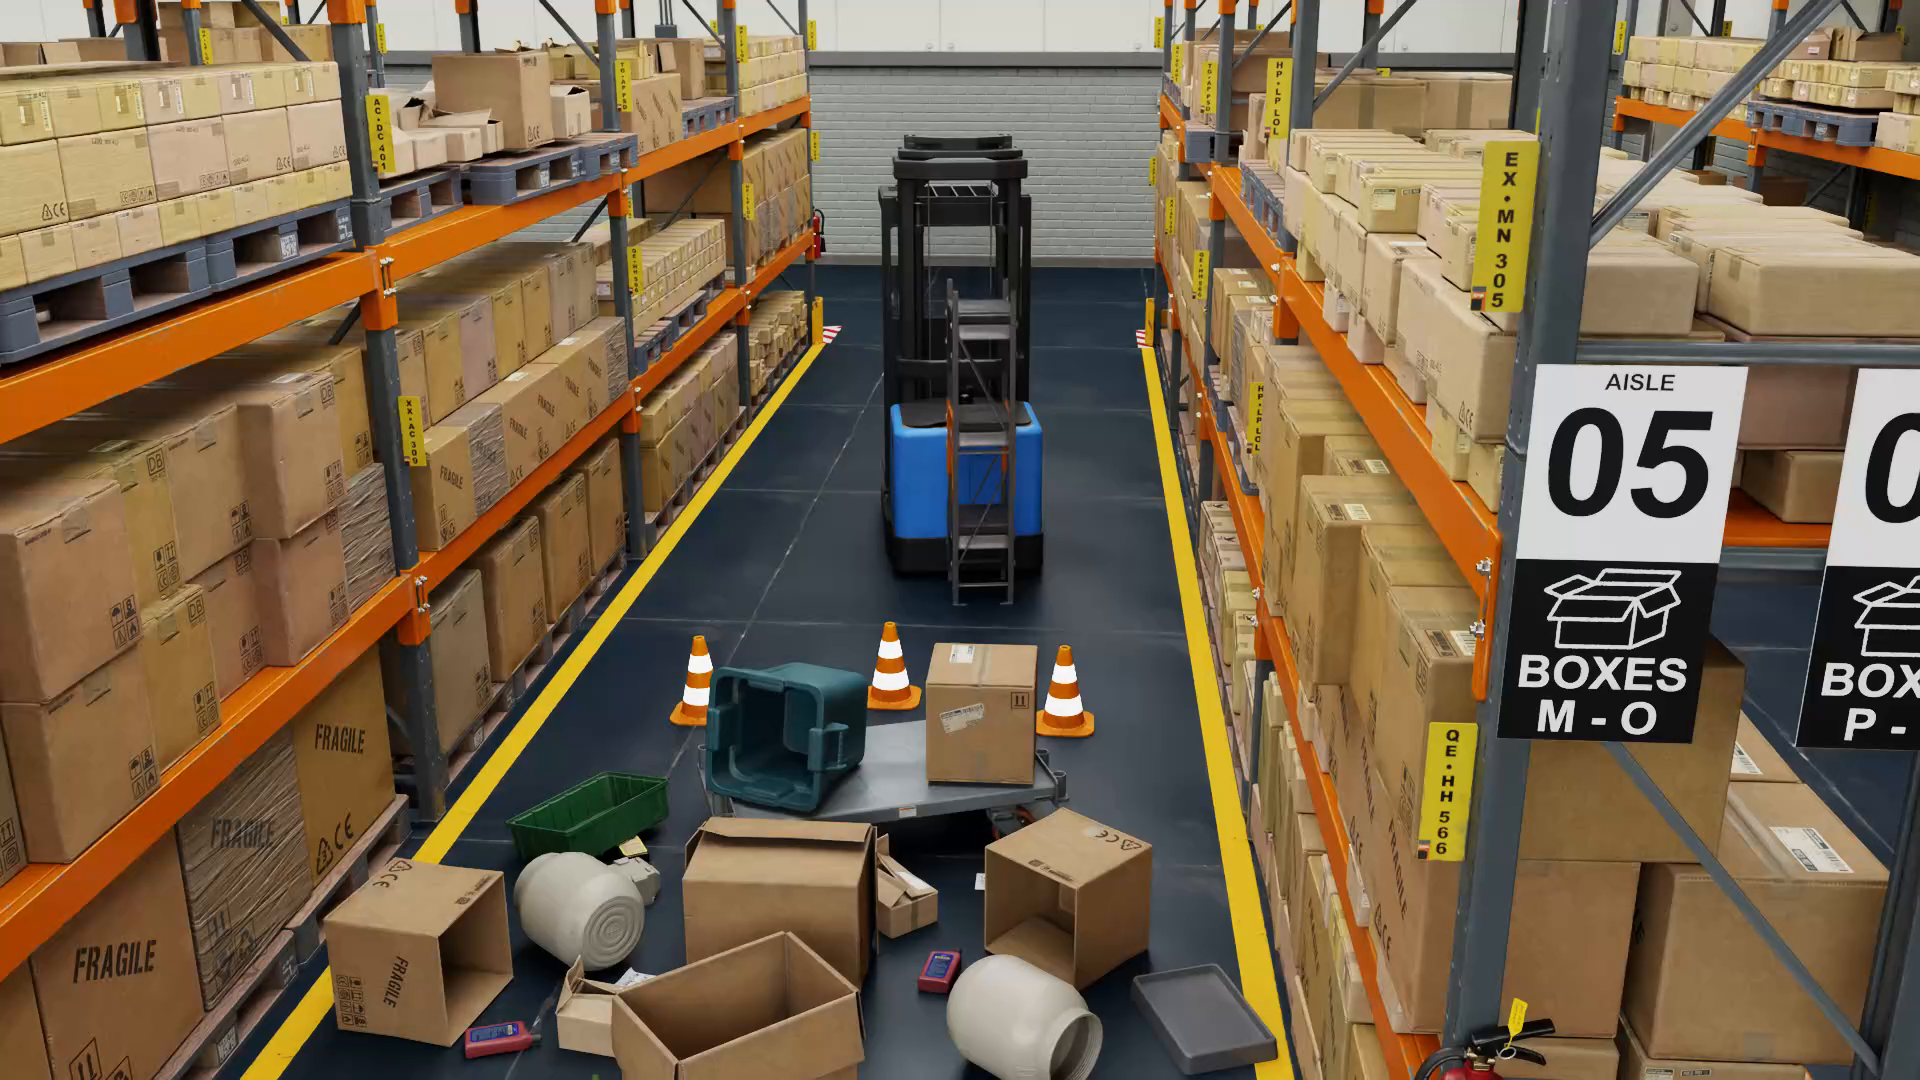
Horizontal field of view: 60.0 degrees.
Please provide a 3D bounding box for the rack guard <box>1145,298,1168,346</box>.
[{"bbox_3d":[2.749,-2.526,19.329,1.175,0.500,0.348,1,18,4],"label":"rack guard"}]

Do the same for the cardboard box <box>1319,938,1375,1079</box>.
[{"bbox_3d":[1.432,1.597,5.270,0.500,0.500,0.500,2,18,6],"label":"cardboard box"}]

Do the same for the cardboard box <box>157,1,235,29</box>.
[{"bbox_3d":[-7.350,-5.054,16.011,0.500,0.250,0.500,0,18,0],"label":"cardboard box"}]

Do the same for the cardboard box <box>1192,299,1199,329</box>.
[{"bbox_3d":[1.988,-1.703,12.242,0.500,0.250,0.500,1,18,2],"label":"cardboard box"}]

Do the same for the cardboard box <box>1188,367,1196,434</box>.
[{"bbox_3d":[2.496,-1.460,14.798,0.875,0.875,0.875,2,18,6],"label":"cardboard box"}]

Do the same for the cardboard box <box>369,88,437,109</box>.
[{"bbox_3d":[-3.115,-2.396,9.409,0.500,0.311,0.500,1,18,3],"label":"cardboard box"}]

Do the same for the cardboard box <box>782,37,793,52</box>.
[{"bbox_3d":[-1.972,-5.218,17.512,0.380,0.149,0.250,2,18,5],"label":"cardboard box"}]

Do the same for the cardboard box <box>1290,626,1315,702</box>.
[{"bbox_3d":[1.516,0.274,6.131,0.500,0.500,0.500,1,18,3],"label":"cardboard box"}]

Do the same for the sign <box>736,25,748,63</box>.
[{"bbox_3d":[-1.930,-4.390,14.724,0.100,0.325,0.005,1,18,4],"label":"sign"}]

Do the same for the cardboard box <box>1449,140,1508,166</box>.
[{"bbox_3d":[2.032,-1.400,6.183,0.380,0.149,0.250,2,18,5],"label":"cardboard box"}]

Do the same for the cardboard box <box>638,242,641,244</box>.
[{"bbox_3d":[-2.988,-2.572,14.707,0.380,0.149,0.250,1,18,3],"label":"cardboard box"}]

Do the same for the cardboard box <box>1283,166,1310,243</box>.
[{"bbox_3d":[1.582,-1.344,6.654,0.500,0.250,0.500,1,18,3],"label":"cardboard box"}]

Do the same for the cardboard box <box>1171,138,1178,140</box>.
[{"bbox_3d":[2.398,-4.107,17.332,0.380,0.149,0.250,1,18,4],"label":"cardboard box"}]

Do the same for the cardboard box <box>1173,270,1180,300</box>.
[{"bbox_3d":[2.166,-2.262,14.750,0.500,0.250,0.500,1,18,3],"label":"cardboard box"}]

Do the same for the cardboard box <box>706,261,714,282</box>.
[{"bbox_3d":[-2.353,-2.338,14.469,0.380,0.149,0.250,1,18,4],"label":"cardboard box"}]

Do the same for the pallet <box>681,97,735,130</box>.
[{"bbox_3d":[-2.635,-3.690,14.351,1.213,0.211,1.003,1,18,4],"label":"pallet"}]

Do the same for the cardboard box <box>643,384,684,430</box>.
[{"bbox_3d":[-2.444,-1.035,12.901,0.500,0.250,0.500,1,18,3],"label":"cardboard box"}]

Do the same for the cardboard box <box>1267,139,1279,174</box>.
[{"bbox_3d":[1.863,-2.033,8.560,0.500,0.250,0.500,2,18,5],"label":"cardboard box"}]

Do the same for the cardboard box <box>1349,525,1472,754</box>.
[{"bbox_3d":[1.463,0.278,4.512,0.700,0.500,0.500,1,18,4],"label":"cardboard box"}]

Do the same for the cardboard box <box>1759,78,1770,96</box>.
[{"bbox_3d":[6.994,-3.824,14.026,0.380,0.149,0.250,2,18,5],"label":"cardboard box"}]

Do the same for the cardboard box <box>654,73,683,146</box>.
[{"bbox_3d":[-2.405,-3.256,12.565,0.500,0.500,0.500,1,18,4],"label":"cardboard box"}]

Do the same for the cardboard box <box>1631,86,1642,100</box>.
[{"bbox_3d":[7.444,-4.809,17.868,0.380,0.149,0.250,2,18,5],"label":"cardboard box"}]

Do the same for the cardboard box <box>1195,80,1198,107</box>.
[{"bbox_3d":[1.923,-3.218,12.152,0.396,0.266,0.258,1,18,3],"label":"cardboard box"}]

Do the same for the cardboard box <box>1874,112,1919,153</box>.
[{"bbox_3d":[6.991,-2.943,12.010,0.500,0.250,0.500,1,18,4],"label":"cardboard box"}]

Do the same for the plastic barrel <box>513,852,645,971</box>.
[{"bbox_3d":[-1.609,1.552,7.006,0.512,0.421,0.421,17,25,41],"label":"plastic barrel"}]

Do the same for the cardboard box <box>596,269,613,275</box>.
[{"bbox_3d":[-2.528,-1.886,12.137,0.380,0.149,0.250,1,18,2],"label":"cardboard box"}]

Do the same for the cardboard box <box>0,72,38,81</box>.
[{"bbox_3d":[-3.494,-1.568,5.863,0.380,0.149,0.250,1,18,5],"label":"cardboard box"}]

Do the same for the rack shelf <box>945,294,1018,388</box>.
[{"bbox_3d":[0.135,-1.294,10.791,0.431,0.518,0.480,-1,18,-4],"label":"rack shelf"}]

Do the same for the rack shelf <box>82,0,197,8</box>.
[{"bbox_3d":[-7.567,-4.383,13.145,1.077,0.370,4.000,1,18,4],"label":"rack shelf"}]

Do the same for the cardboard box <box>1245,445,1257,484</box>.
[{"bbox_3d":[1.668,-0.388,8.519,0.380,0.149,0.250,1,18,3],"label":"cardboard box"}]

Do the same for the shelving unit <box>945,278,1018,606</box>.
[{"bbox_3d":[0.135,-0.641,11.003,0.431,2.100,0.503,-1,18,-4],"label":"shelving unit"}]

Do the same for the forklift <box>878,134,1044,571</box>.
[{"bbox_3d":[-0.046,-1.586,12.556,1.130,2.935,3.031,-1,18,-4],"label":"forklift"}]

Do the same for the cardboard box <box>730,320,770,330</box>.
[{"bbox_3d":[-2.172,-2.182,17.214,0.380,0.149,0.250,1,18,2],"label":"cardboard box"}]

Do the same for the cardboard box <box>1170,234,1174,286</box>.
[{"bbox_3d":[2.239,-2.661,15.567,0.500,0.500,0.500,1,18,4],"label":"cardboard box"}]

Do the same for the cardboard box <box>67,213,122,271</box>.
[{"bbox_3d":[-2.892,-0.940,5.225,0.380,0.149,0.250,1,18,4],"label":"cardboard box"}]

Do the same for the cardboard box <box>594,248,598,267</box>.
[{"bbox_3d":[-3.098,-2.228,13.178,0.380,0.149,0.250,2,18,7],"label":"cardboard box"}]

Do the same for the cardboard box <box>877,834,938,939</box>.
[{"bbox_3d":[-0.312,1.525,7.343,0.258,0.266,0.396,-13,22,-34],"label":"cardboard box"}]

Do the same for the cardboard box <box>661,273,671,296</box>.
[{"bbox_3d":[-2.466,-1.991,12.933,0.380,0.149,0.250,1,18,4],"label":"cardboard box"}]

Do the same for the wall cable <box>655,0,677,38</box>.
[{"bbox_3d":[-3.294,-9.986,23.282,2.277,5.999,0.120,1,18,4],"label":"wall cable"}]

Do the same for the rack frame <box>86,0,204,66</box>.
[{"bbox_3d":[-7.424,-5.536,14.867,1.000,3.000,0.127,1,18,4],"label":"rack frame"}]

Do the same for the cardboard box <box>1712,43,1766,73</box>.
[{"bbox_3d":[7.235,-4.407,15.199,0.500,0.250,0.500,1,18,3],"label":"cardboard box"}]

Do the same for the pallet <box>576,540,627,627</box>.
[{"bbox_3d":[-2.902,0.267,11.268,1.003,0.211,1.213,1,18,4],"label":"pallet"}]

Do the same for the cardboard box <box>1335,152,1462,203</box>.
[{"bbox_3d":[1.508,-1.251,5.731,0.380,0.149,0.250,1,18,2],"label":"cardboard box"}]

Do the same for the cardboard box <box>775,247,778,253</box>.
[{"bbox_3d":[-2.122,-3.078,17.402,0.380,0.149,0.250,2,18,5],"label":"cardboard box"}]

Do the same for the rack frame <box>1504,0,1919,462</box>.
[{"bbox_3d":[1.600,-1.588,2.817,1.000,3.000,0.127,1,18,4],"label":"rack frame"}]

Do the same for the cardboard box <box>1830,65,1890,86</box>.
[{"bbox_3d":[6.929,-3.564,12.757,0.380,0.149,0.250,1,18,4],"label":"cardboard box"}]

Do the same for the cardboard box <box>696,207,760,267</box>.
[{"bbox_3d":[-2.197,-2.880,15.757,0.500,0.500,0.500,1,18,3],"label":"cardboard box"}]

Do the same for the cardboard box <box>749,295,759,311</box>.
[{"bbox_3d":[-2.474,-2.670,18.701,0.380,0.149,0.250,2,18,5],"label":"cardboard box"}]

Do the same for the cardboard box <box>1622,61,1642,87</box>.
[{"bbox_3d":[7.394,-4.961,17.690,0.500,0.250,0.500,1,18,3],"label":"cardboard box"}]

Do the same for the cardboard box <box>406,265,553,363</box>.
[{"bbox_3d":[-2.882,-1.368,10.014,0.700,0.500,0.500,1,18,3],"label":"cardboard box"}]

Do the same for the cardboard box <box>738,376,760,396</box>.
[{"bbox_3d":[-2.138,-1.494,16.069,0.380,0.149,0.250,0,18,2],"label":"cardboard box"}]

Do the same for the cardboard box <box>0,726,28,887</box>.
[{"bbox_3d":[-3.345,0.825,4.847,0.875,0.550,0.550,1,18,4],"label":"cardboard box"}]

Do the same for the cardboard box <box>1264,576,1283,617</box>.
[{"bbox_3d":[1.544,0.231,7.305,0.380,0.149,0.250,1,18,4],"label":"cardboard box"}]

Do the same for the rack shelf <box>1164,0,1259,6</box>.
[{"bbox_3d":[2.604,-5.404,16.261,1.077,0.370,4.000,1,18,4],"label":"rack shelf"}]

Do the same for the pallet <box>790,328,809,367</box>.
[{"bbox_3d":[-2.296,-2.185,18.753,1.003,0.211,1.213,1,18,4],"label":"pallet"}]

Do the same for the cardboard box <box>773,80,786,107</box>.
[{"bbox_3d":[-2.063,-4.515,16.807,0.500,0.250,0.500,2,18,6],"label":"cardboard box"}]

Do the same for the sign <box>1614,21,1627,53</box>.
[{"bbox_3d":[7.157,-5.450,18.016,0.100,0.325,0.005,1,18,4],"label":"sign"}]

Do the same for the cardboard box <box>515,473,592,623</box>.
[{"bbox_3d":[-2.964,0.027,10.461,1.050,0.750,0.750,2,18,5],"label":"cardboard box"}]

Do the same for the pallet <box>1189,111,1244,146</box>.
[{"bbox_3d":[2.244,-3.106,12.571,1.003,0.211,1.213,2,18,6],"label":"pallet"}]
